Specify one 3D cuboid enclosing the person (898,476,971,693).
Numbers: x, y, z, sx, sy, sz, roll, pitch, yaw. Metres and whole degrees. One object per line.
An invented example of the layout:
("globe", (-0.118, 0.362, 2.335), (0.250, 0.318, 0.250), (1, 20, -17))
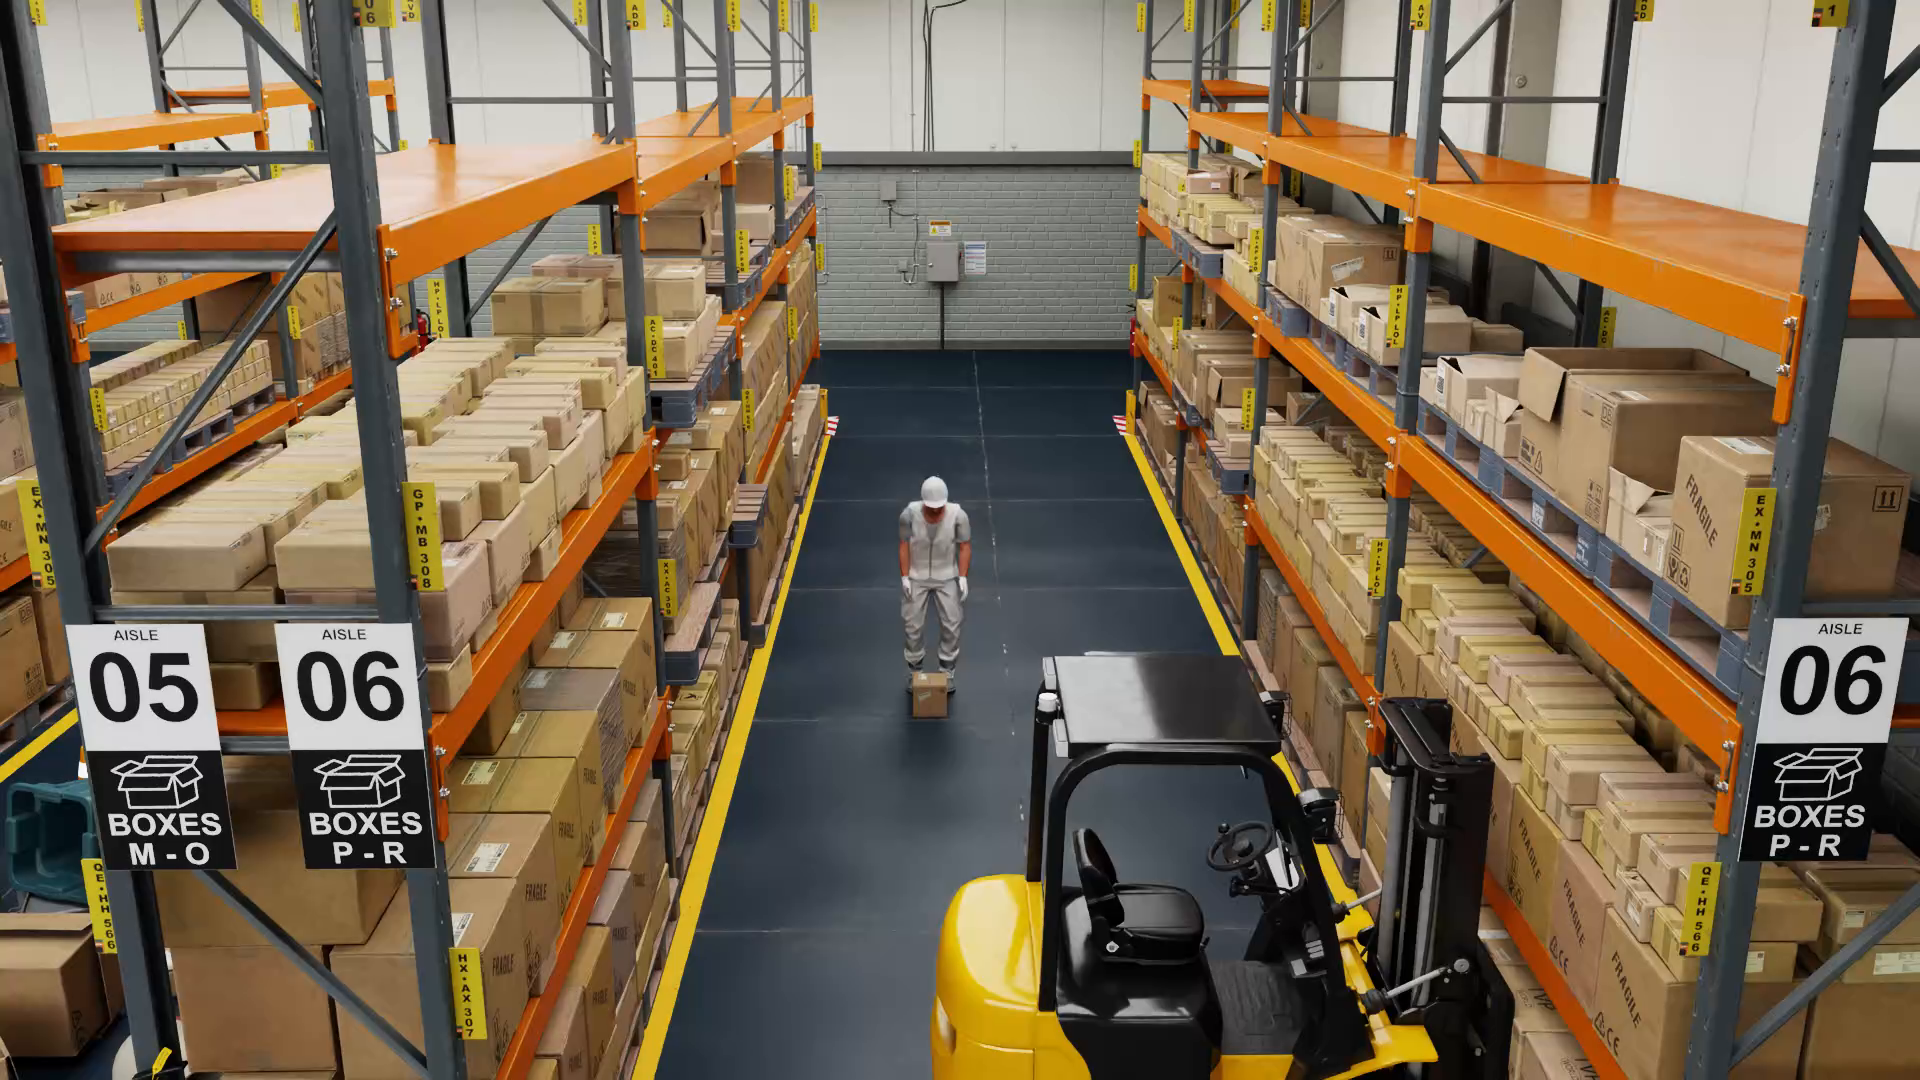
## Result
("person", (-0.190, 0.324, 12.574), (0.551, 1.712, 0.496), (0, 17, 1))
